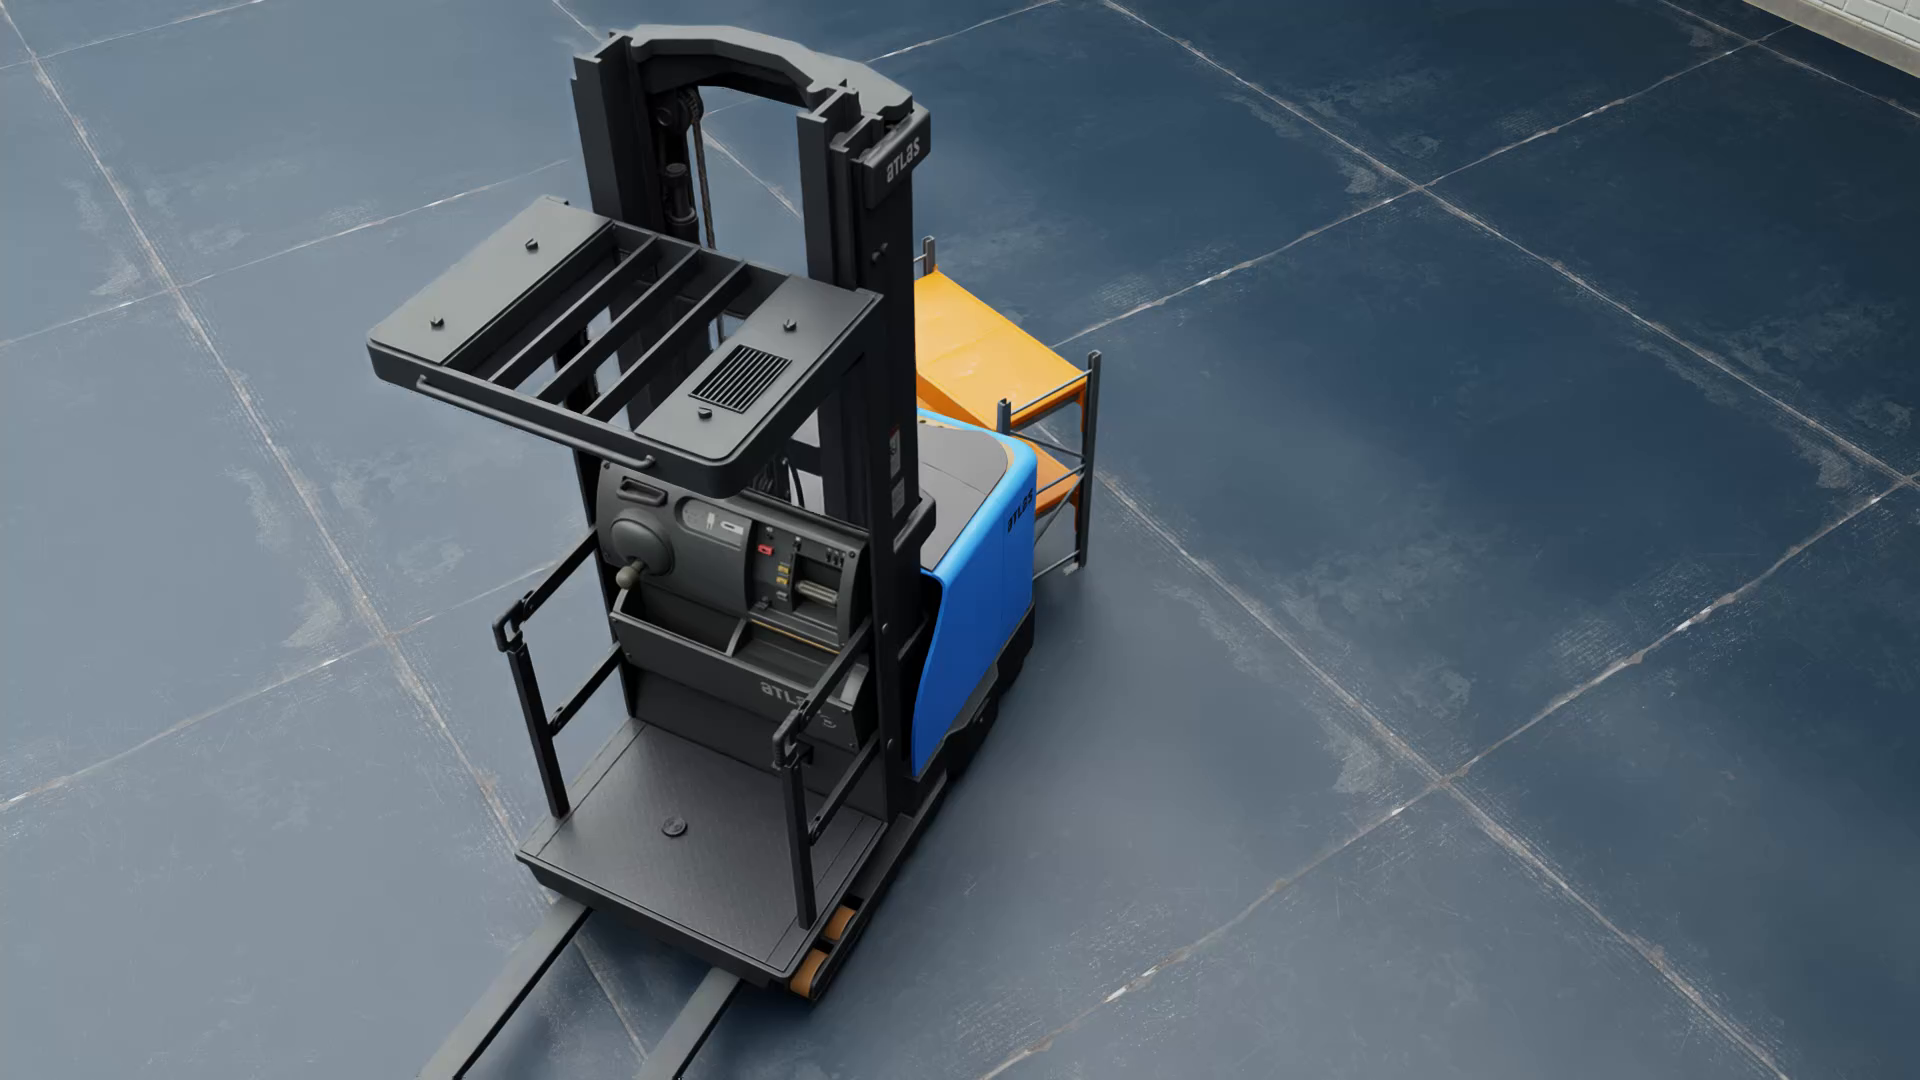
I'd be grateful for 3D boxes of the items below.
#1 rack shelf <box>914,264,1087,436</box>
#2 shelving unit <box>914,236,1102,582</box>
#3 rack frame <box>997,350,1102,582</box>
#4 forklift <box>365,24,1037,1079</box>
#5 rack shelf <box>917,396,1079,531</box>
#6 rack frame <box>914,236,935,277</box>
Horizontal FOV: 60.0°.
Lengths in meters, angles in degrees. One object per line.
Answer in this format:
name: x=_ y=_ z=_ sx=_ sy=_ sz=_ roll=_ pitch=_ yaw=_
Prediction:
rack shelf: x=0.016 y=-0.688 z=6.724 sx=0.538 sy=0.278 sz=1.000 roll=-30 pitch=51 yaw=-27
shelving unit: x=0.016 y=-0.477 z=6.926 sx=0.538 sy=1.125 sz=1.048 roll=-30 pitch=51 yaw=-27
rack frame: x=0.340 y=-0.206 z=6.642 sx=0.500 sy=1.125 sz=0.032 roll=-30 pitch=51 yaw=-27
forklift: x=-0.817 y=0.129 z=4.984 sx=1.130 sy=2.935 sz=3.031 roll=19 pitch=47 yaw=19
rack shelf: x=0.016 y=-0.300 z=7.095 sx=0.538 sy=0.278 sz=1.000 roll=-30 pitch=51 yaw=-27
rack frame: x=-0.308 y=-0.747 z=7.209 sx=0.500 sy=1.125 sz=0.032 roll=-30 pitch=51 yaw=-27
